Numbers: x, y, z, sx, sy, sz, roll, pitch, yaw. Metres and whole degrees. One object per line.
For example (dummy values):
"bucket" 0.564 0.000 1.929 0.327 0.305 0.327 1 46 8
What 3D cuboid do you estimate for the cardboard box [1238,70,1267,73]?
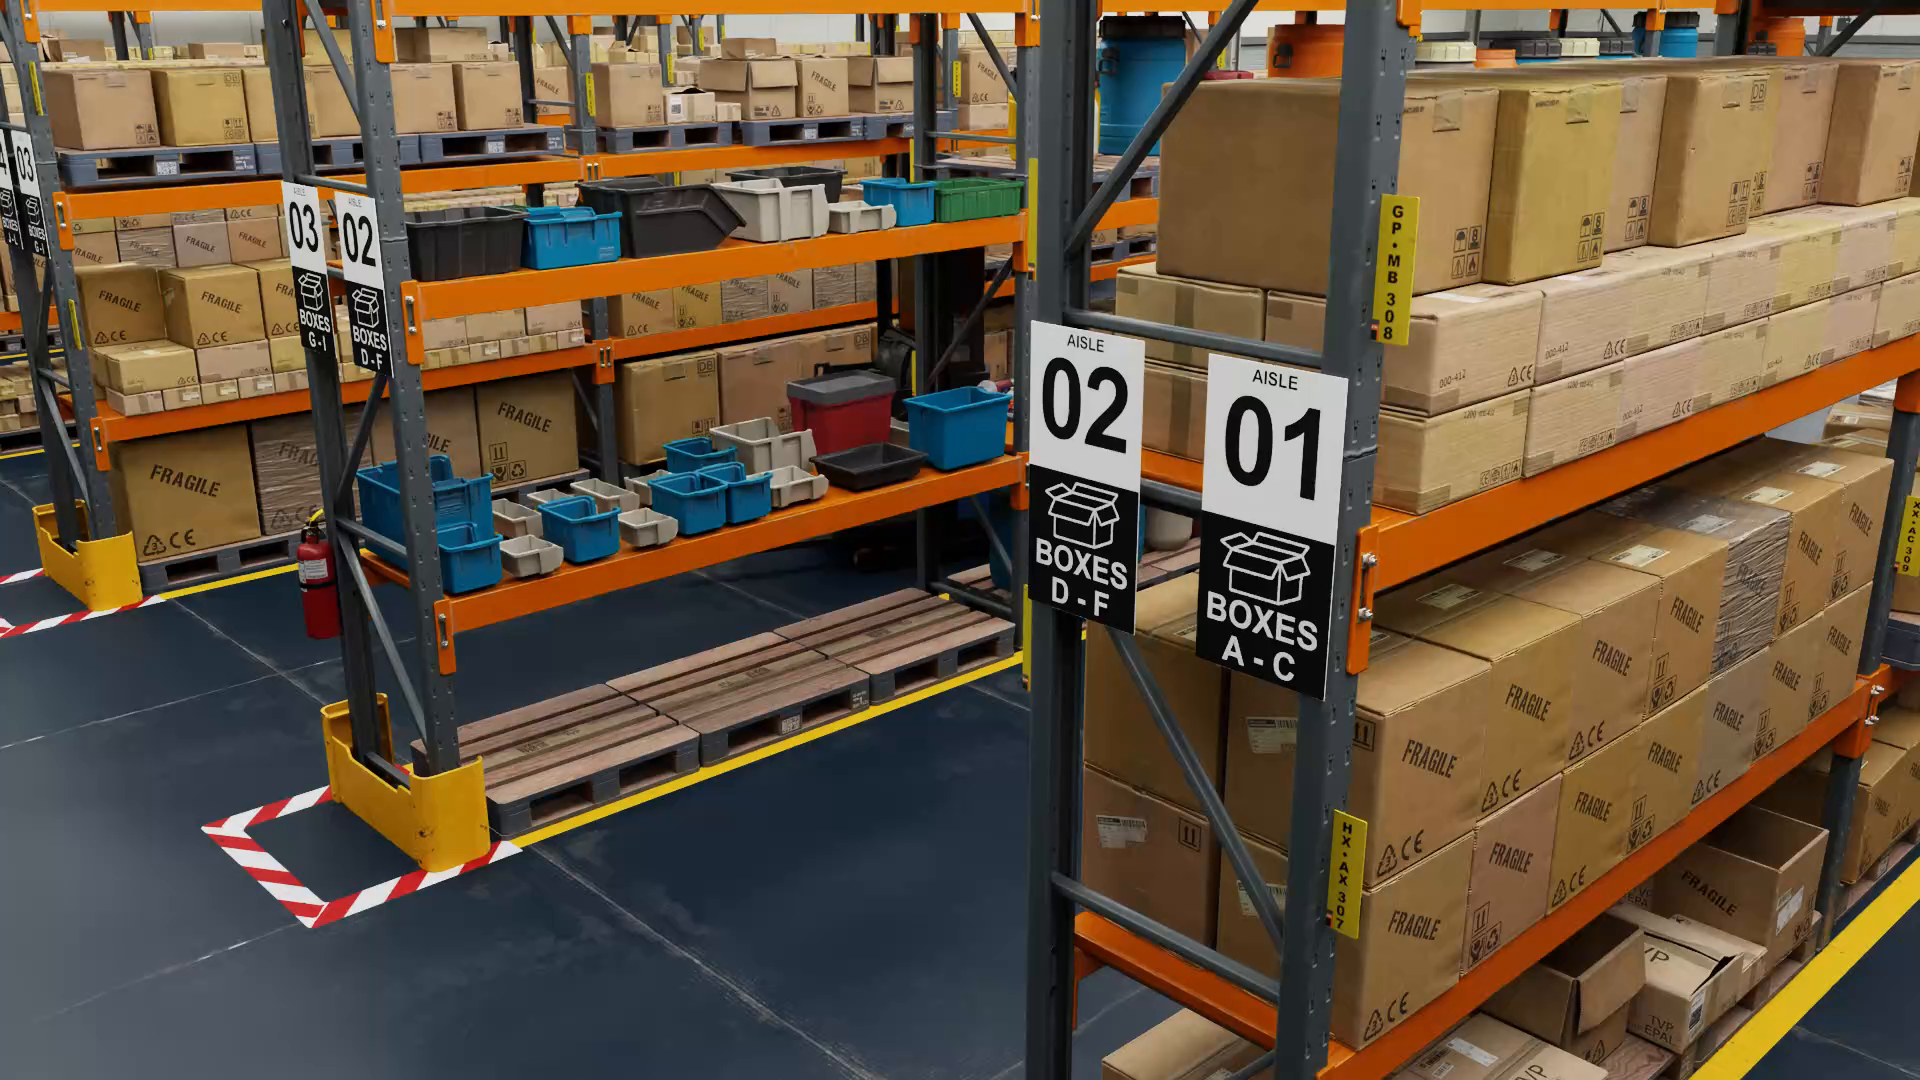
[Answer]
"cardboard box" 3.494 -5.599 20.122 0.250 0.149 0.380 -15 23 -38

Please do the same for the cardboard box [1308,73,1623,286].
"cardboard box" 1.370 -1.025 4.637 0.500 0.500 0.700 -16 24 -41

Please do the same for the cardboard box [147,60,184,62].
"cardboard box" -7.780 -4.633 16.332 0.380 0.149 0.250 17 25 42

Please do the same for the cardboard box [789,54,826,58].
"cardboard box" -1.954 -5.983 21.014 0.500 0.311 0.500 17 24 42

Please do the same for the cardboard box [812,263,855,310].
"cardboard box" -1.334 -2.464 15.559 0.500 0.500 0.500 17 25 42

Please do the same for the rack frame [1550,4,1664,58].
"rack frame" 5.906 -5.383 14.998 0.127 3.000 1.000 -16 24 -41

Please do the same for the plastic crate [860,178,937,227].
"plastic crate" -0.350 -1.917 9.442 0.300 0.233 0.416 -16 24 -41

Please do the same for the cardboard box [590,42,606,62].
"cardboard box" -4.216 -5.507 18.841 0.258 0.266 0.396 -16 24 -41

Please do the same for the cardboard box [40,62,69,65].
"cardboard box" -8.559 -4.413 15.655 0.250 0.149 0.380 -16 24 -40

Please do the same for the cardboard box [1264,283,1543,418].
"cardboard box" 1.139 -0.520 4.293 0.500 0.250 0.500 -16 24 -41

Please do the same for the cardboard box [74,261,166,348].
"cardboard box" -6.043 -1.686 11.865 0.500 0.500 0.500 -16 24 -40

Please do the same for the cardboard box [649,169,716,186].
"cardboard box" -3.405 -4.541 20.343 0.500 0.500 0.700 -16 24 -41

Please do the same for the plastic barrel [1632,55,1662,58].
"plastic barrel" 6.353 -4.257 15.524 0.421 0.512 0.421 0 18 0

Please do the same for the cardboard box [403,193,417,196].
"cardboard box" -7.762 -4.664 22.750 0.500 0.250 0.500 -16 24 -40

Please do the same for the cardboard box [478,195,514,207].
"cardboard box" -5.104 -3.695 18.280 0.250 0.149 0.380 -15 23 -39

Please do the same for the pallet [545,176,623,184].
"pallet" -5.802 -5.350 24.933 1.213 0.211 1.003 -16 24 -41

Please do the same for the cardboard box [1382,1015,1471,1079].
"cardboard box" 1.523 1.858 6.136 0.500 0.250 0.500 -16 24 -41

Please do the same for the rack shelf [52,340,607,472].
"rack shelf" -4.764 -1.178 12.922 4.000 0.370 1.077 -16 24 -41

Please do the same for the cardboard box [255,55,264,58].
"cardboard box" -10.919 -7.490 25.955 0.250 0.149 0.380 -17 25 -42

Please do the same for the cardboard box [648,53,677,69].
"cardboard box" -4.631 -7.259 25.210 0.500 0.250 0.500 -17 24 -42

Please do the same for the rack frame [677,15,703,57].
"rack frame" -4.306 -8.714 25.271 0.127 3.000 1.000 -16 24 -41

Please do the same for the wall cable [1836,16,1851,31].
"wall cable" 25.421 -16.899 45.003 0.169 6.003 2.305 -16 24 -41

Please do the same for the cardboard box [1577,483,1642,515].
"cardboard box" 2.209 0.008 6.312 0.500 0.500 0.500 17 25 42

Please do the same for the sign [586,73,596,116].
"sign" -2.928 -3.531 13.181 0.005 0.325 0.100 -16 24 -41

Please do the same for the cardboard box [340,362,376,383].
"cardboard box" -4.615 -1.305 12.552 0.250 0.149 0.380 -17 25 -42

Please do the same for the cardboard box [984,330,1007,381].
"cardboard box" 0.069 -1.959 17.501 0.700 0.500 0.500 16 24 41

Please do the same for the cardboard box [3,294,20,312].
"cardboard box" -8.702 -2.214 15.356 0.380 0.149 0.250 17 25 42

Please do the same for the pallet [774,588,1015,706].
"pallet" -0.415 0.657 10.617 1.213 0.211 1.003 -16 24 -41

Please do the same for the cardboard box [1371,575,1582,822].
"cardboard box" 1.465 0.454 4.939 0.500 0.500 0.500 -16 24 -40

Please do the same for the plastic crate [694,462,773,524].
"plastic crate" -1.233 -0.257 9.087 0.300 0.233 0.416 -16 24 -41

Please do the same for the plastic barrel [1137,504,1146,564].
"plastic barrel" 1.014 -0.297 11.760 0.708 0.901 0.600 -16 24 -41

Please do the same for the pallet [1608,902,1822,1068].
"pallet" 2.993 1.748 7.250 1.213 0.211 1.003 -16 24 -41

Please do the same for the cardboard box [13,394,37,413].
"cardboard box" -8.756 -1.314 15.632 0.250 0.149 0.380 -16 24 -41

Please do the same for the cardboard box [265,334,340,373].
"cardboard box" -4.942 -1.425 12.278 0.500 0.250 0.500 17 25 42

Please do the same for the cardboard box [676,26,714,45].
"cardboard box" -4.967 -9.393 31.223 0.500 0.500 0.500 -15 23 -39

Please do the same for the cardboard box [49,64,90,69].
"cardboard box" -8.166 -4.286 15.262 0.250 0.149 0.380 -15 23 -39

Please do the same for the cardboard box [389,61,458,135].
"cardboard box" -4.232 -3.374 12.658 0.500 0.500 0.700 -15 23 -38

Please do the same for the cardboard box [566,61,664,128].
"cardboard box" -2.896 -3.744 13.961 0.500 0.500 0.700 -16 24 -40

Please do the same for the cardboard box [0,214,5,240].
"cardboard box" -8.680 -3.038 15.227 0.500 0.500 0.500 -15 23 -39

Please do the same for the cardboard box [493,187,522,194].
"cardboard box" -5.161 -3.955 19.080 0.250 0.149 0.380 -15 23 -39

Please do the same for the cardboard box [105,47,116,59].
"cardboard box" -12.486 -7.115 24.285 0.250 0.149 0.380 -17 24 -42

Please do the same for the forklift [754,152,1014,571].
"forklift" -0.627 -1.348 12.389 3.031 2.935 1.130 -7 19 -21

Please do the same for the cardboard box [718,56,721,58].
"cardboard box" -3.798 -7.389 25.809 0.500 0.250 0.500 -17 24 -42

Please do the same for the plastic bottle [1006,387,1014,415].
"plastic bottle" 0.361 -0.941 11.346 0.097 0.201 0.097 0 18 0

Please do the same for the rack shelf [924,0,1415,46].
"rack shelf" 1.546 -3.579 11.249 4.000 0.370 1.077 -16 24 -41

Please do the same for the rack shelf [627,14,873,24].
"rack shelf" -2.285 -6.670 20.781 4.000 0.370 1.077 -16 24 -41

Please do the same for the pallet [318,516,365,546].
"pallet" -4.803 -0.214 13.304 1.213 0.211 1.003 -16 24 -41

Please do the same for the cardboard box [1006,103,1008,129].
"cardboard box" 0.486 -4.299 16.759 0.500 0.250 0.500 -15 24 -39

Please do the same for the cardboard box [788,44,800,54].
"cardboard box" -2.780 -7.889 26.703 0.250 0.149 0.380 -16 24 -40

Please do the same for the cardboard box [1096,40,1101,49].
"cardboard box" 1.911 -7.198 24.376 0.500 0.250 0.500 -16 24 -40

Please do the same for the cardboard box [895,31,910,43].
"cardboard box" -0.785 -6.855 22.673 0.250 0.149 0.380 -17 24 -41

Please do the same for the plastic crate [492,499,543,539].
"plastic crate" -2.346 -0.103 8.770 0.243 0.136 0.396 -16 24 -41
